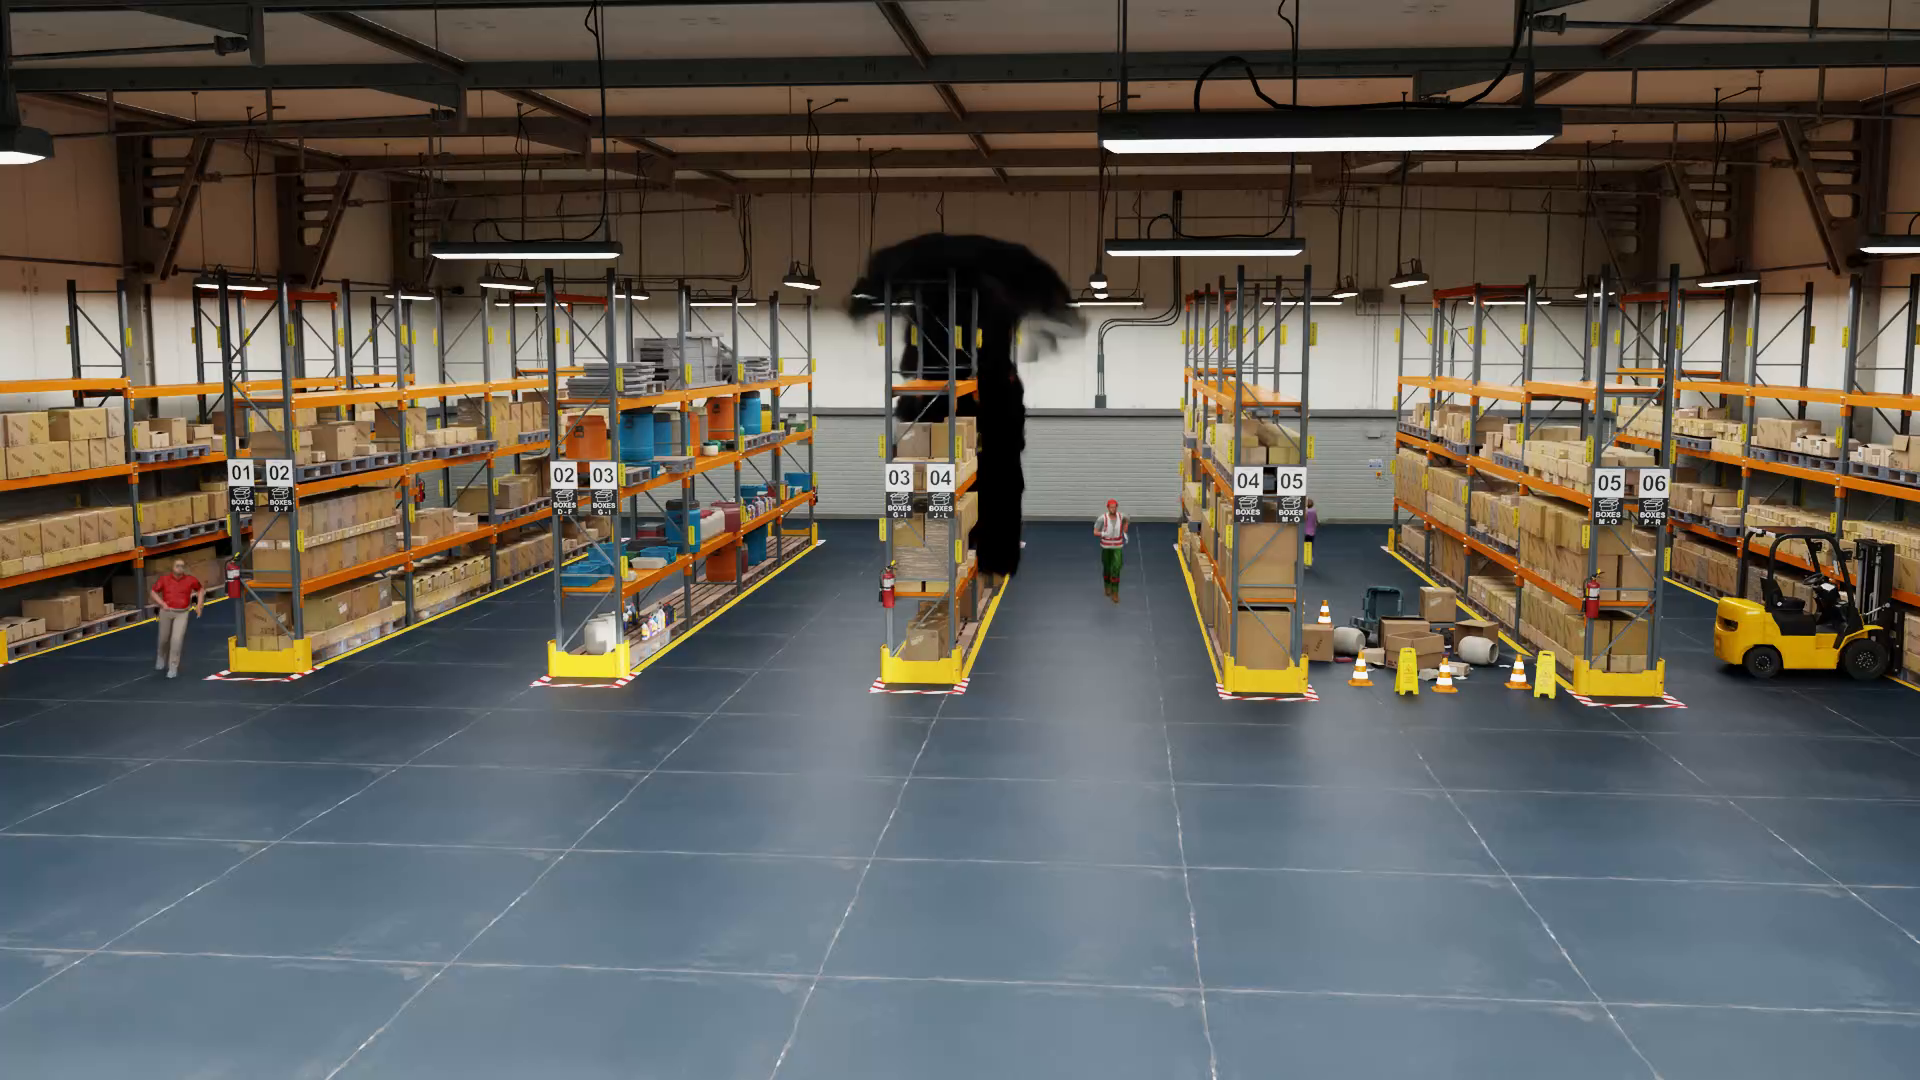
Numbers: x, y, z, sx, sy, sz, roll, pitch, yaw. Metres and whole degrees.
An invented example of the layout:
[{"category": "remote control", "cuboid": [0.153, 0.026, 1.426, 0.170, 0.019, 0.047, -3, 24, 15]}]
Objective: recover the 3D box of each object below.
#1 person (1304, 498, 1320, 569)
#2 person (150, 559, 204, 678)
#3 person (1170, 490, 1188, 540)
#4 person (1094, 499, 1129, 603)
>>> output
[{"category": "person", "cuboid": [7.524, -0.138, 36.017, 0.532, 1.551, 0.559, -1, 7, -9]}, {"category": "person", "cuboid": [-11.698, 1.133, 24.868, 0.737, 1.718, 0.909, -3, 7, -21]}, {"category": "person", "cuboid": [5.558, -0.788, 40.816, 0.891, 1.670, 0.688, 3, 7, 21]}, {"category": "person", "cuboid": [2.751, 0.170, 30.159, 0.661, 1.838, 0.882, 0, 7, -2]}]
